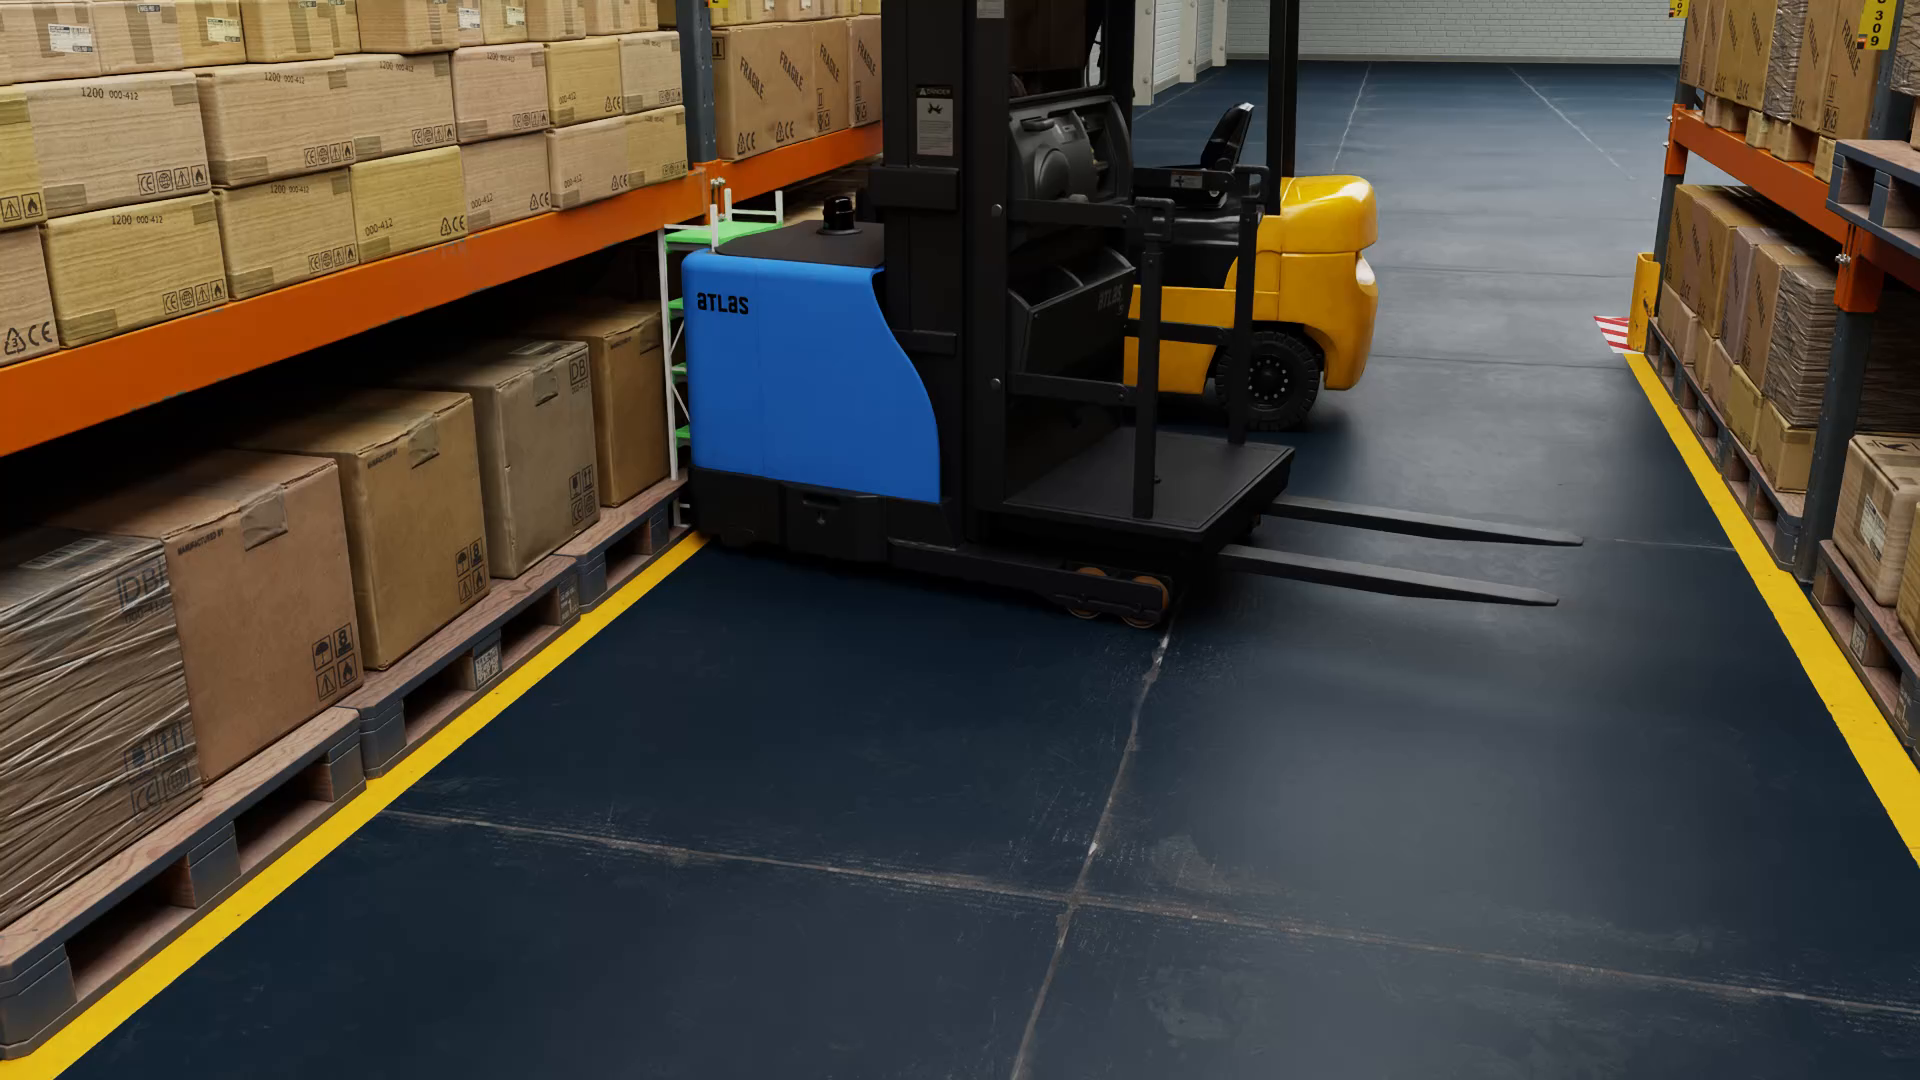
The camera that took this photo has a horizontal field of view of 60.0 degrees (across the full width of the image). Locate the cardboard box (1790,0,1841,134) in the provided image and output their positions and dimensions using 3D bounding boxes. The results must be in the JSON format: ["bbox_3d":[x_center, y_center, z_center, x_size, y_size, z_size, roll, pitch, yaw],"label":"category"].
[{"bbox_3d":[3.379,-1.751,6.059,0.500,0.500,0.500,5,20,15],"label":"cardboard box"}]

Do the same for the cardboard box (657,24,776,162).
[{"bbox_3d":[-1.060,-1.799,6.659,0.500,0.500,0.500,4,19,12],"label":"cardboard box"}]

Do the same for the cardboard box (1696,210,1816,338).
[{"bbox_3d":[3.645,-1.189,7.473,0.500,0.500,0.500,5,19,14],"label":"cardboard box"}]

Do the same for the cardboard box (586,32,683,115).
[{"bbox_3d":[-1.294,-1.625,5.762,0.500,0.250,0.500,4,19,12],"label":"cardboard box"}]

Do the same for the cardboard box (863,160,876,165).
[{"bbox_3d":[-0.255,-2.089,9.720,0.500,0.250,0.500,5,20,15],"label":"cardboard box"}]

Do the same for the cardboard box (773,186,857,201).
[{"bbox_3d":[-0.619,-1.611,8.321,0.500,0.250,0.500,4,19,12],"label":"cardboard box"}]

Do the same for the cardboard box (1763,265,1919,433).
[{"bbox_3d":[3.277,-0.701,6.045,0.500,0.500,0.500,4,19,13],"label":"cardboard box"}]

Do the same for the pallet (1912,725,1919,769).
[{"bbox_3d":[2.907,0.705,3.797,1.003,0.211,1.213,5,19,13],"label":"pallet"}]

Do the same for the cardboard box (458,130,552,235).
[{"bbox_3d":[-1.560,-1.072,4.919,0.500,0.250,0.500,5,19,14],"label":"cardboard box"}]

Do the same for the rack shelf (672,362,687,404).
[{"bbox_3d":[-0.871,-0.621,6.268,0.258,0.148,0.480,7,19,21],"label":"rack shelf"}]

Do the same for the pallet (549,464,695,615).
[{"bbox_3d":[-1.564,-0.080,6.094,1.003,0.211,1.213,5,19,13],"label":"pallet"}]

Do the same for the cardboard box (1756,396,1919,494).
[{"bbox_3d":[3.276,-0.347,6.166,0.500,0.250,0.500,6,20,16],"label":"cardboard box"}]

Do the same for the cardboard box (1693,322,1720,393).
[{"bbox_3d":[3.651,-0.831,7.585,0.500,0.250,0.500,6,20,17],"label":"cardboard box"}]

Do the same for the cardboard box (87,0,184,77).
[{"bbox_3d":[-1.882,-1.060,3.491,0.380,0.149,0.250,5,19,14],"label":"cardboard box"}]

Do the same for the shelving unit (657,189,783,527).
[{"bbox_3d":[-0.872,-0.682,6.248,0.258,1.200,0.503,7,19,21],"label":"shelving unit"}]

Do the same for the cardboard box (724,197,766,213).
[{"bbox_3d":[-1.243,-1.491,7.969,0.500,0.250,0.500,5,19,14],"label":"cardboard box"}]

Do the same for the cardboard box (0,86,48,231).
[{"bbox_3d":[-2.030,-0.663,2.946,0.500,0.250,0.500,5,19,13],"label":"cardboard box"}]

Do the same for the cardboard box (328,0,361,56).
[{"bbox_3d":[-1.761,-1.305,4.209,0.380,0.149,0.250,5,19,13],"label":"cardboard box"}]

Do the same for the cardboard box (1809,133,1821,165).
[{"bbox_3d":[3.443,-1.480,6.267,0.380,0.149,0.250,4,19,13],"label":"cardboard box"}]

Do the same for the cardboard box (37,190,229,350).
[{"bbox_3d":[-1.926,-0.586,3.493,0.500,0.250,0.500,4,19,12],"label":"cardboard box"}]

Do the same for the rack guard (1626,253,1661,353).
[{"bbox_3d":[4.351,-1.289,9.189,1.175,0.500,0.348,5,19,13],"label":"rack guard"}]

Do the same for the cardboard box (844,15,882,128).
[{"bbox_3d":[-0.683,-2.278,8.063,0.500,0.500,0.500,5,19,14],"label":"cardboard box"}]

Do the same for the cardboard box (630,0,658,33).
[{"bbox_3d":[-1.290,-1.863,5.843,0.380,0.149,0.250,5,20,15],"label":"cardboard box"}]

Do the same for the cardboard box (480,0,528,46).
[{"bbox_3d":[-1.507,-1.538,4.892,0.380,0.149,0.250,4,19,12],"label":"cardboard box"}]

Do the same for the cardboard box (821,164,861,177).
[{"bbox_3d":[-0.864,-1.965,9.358,0.500,0.250,0.500,5,19,13],"label":"cardboard box"}]

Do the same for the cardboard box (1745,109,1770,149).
[{"bbox_3d":[3.539,-1.728,6.996,0.380,0.149,0.250,5,19,14],"label":"cardboard box"}]

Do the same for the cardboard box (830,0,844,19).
[{"bbox_3d":[-0.748,-2.466,7.607,0.380,0.149,0.250,4,19,12],"label":"cardboard box"}]

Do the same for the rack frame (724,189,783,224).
[{"bbox_3d":[-0.781,-0.751,6.464,0.240,1.200,0.015,7,19,21],"label":"rack frame"}]

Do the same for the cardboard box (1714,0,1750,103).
[{"bbox_3d":[3.738,-2.235,7.476,0.500,0.500,0.500,4,19,12],"label":"cardboard box"}]

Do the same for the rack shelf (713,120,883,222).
[{"bbox_3d":[-0.933,-1.920,8.280,1.077,0.370,4.000,5,19,13],"label":"rack shelf"}]

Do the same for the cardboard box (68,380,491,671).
[{"bbox_3d":[-1.917,-0.065,4.763,0.875,0.625,0.625,4,19,11],"label":"cardboard box"}]

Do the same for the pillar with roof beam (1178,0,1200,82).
[{"bbox_3d":[8.550,-12.761,29.627,9.100,9.000,0.400,5,19,13],"label":"pillar with roof beam"}]

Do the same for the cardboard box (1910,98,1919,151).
[{"bbox_3d":[2.951,-1.174,4.723,0.380,0.149,0.250,5,19,14],"label":"cardboard box"}]

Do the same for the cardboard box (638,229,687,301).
[{"bbox_3d":[-0.999,-1.131,6.915,0.500,0.250,0.500,4,19,13],"label":"cardboard box"}]

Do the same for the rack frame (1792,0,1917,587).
[{"bbox_3d":[3.392,-1.242,5.184,1.000,3.000,0.127,5,19,13],"label":"rack frame"}]

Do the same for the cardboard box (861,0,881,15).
[{"bbox_3d":[-0.547,-2.706,8.312,0.380,0.149,0.250,5,19,14],"label":"cardboard box"}]

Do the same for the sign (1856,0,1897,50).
[{"bbox_3d":[2.864,-1.693,5.163,0.100,0.325,0.005,5,19,13],"label":"sign"}]

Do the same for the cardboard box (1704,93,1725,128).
[{"bbox_3d":[3.788,-2.054,7.950,0.380,0.149,0.250,5,19,14],"label":"cardboard box"}]

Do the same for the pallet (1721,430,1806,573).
[{"bbox_3d":[3.522,-0.136,6.260,1.003,0.211,1.213,5,19,13],"label":"pallet"}]

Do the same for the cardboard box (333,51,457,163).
[{"bbox_3d":[-1.685,-1.147,4.362,0.500,0.250,0.500,5,19,14],"label":"cardboard box"}]

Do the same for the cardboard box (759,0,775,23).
[{"bbox_3d":[-0.991,-2.232,6.923,0.380,0.149,0.250,5,19,13],"label":"cardboard box"}]

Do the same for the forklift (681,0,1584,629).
[{"bbox_3d":[0.561,-1.298,5.452,3.031,2.935,1.130,9,21,25],"label":"forklift"}]
